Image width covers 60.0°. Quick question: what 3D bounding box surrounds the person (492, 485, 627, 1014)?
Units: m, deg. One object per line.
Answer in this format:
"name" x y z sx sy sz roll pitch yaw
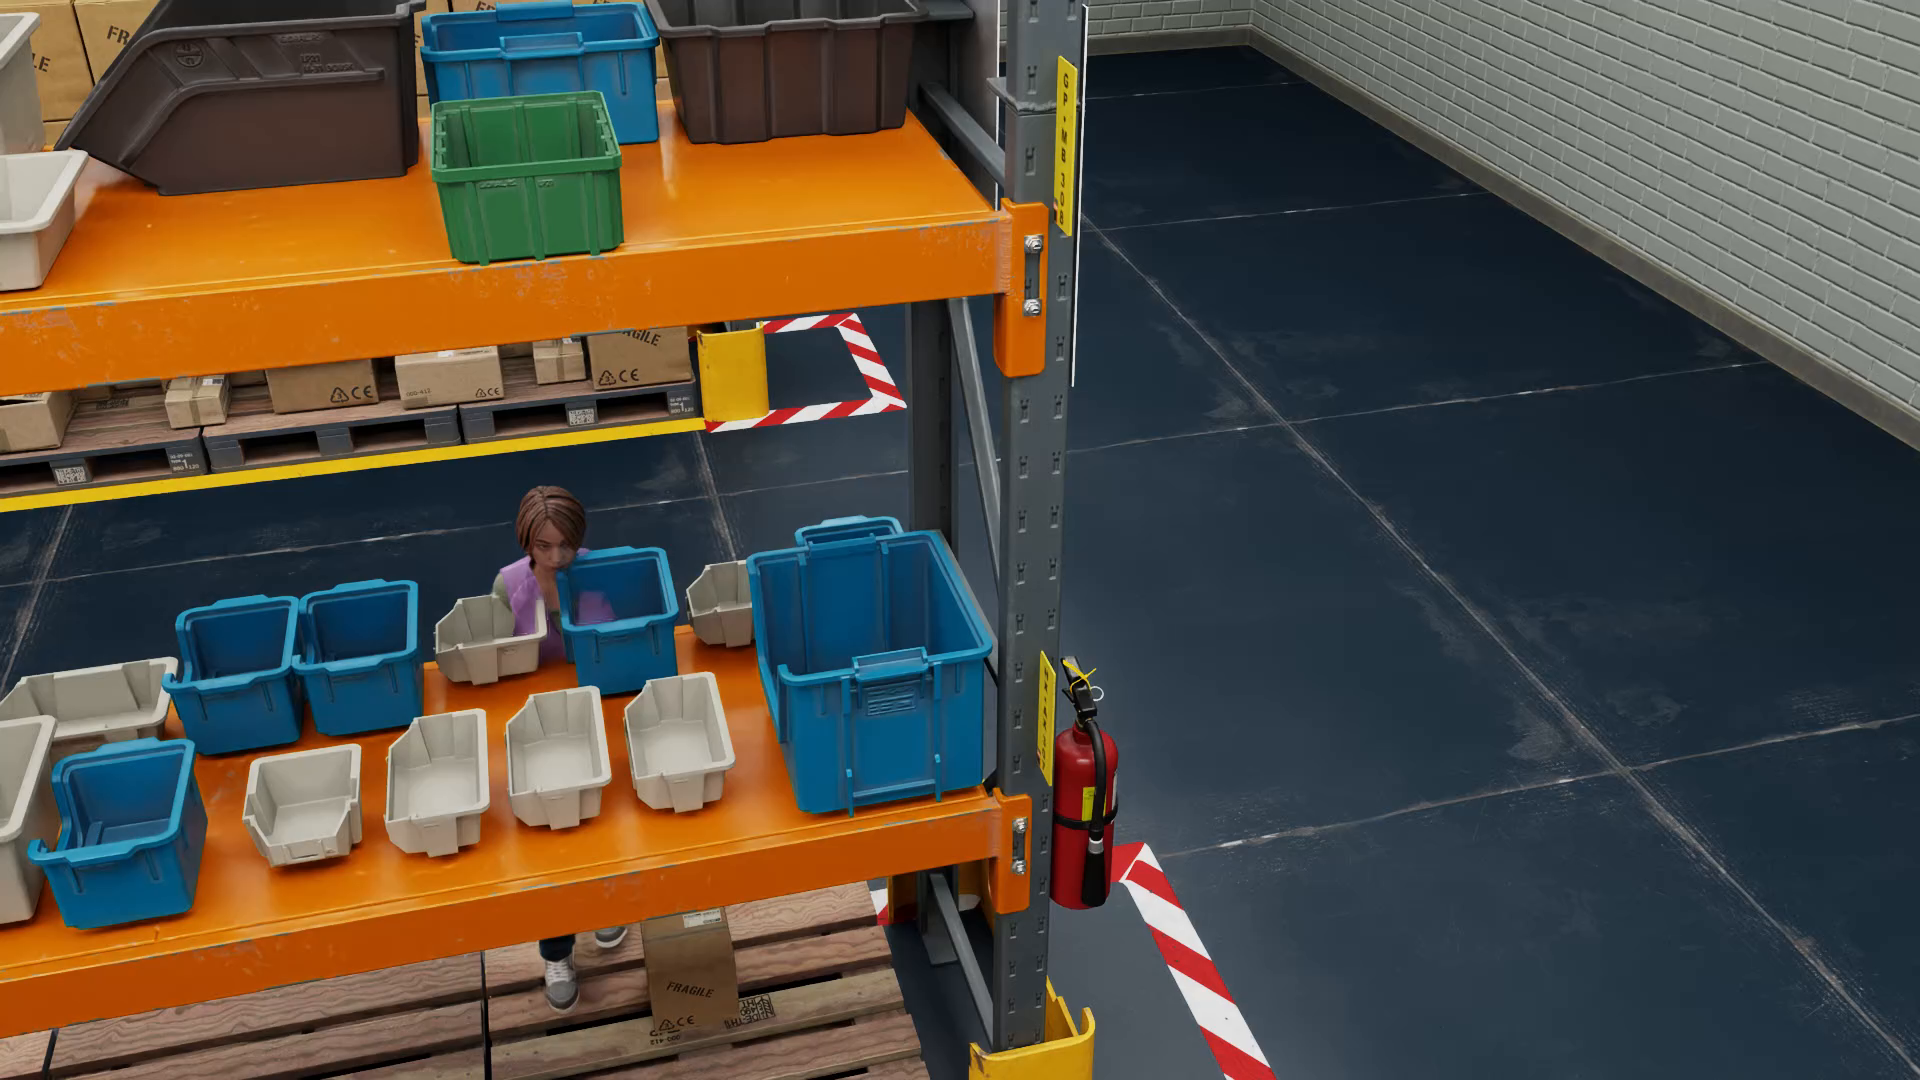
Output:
"person" -1.094 0.589 4.782 0.444 1.572 0.487 -11 33 -19
